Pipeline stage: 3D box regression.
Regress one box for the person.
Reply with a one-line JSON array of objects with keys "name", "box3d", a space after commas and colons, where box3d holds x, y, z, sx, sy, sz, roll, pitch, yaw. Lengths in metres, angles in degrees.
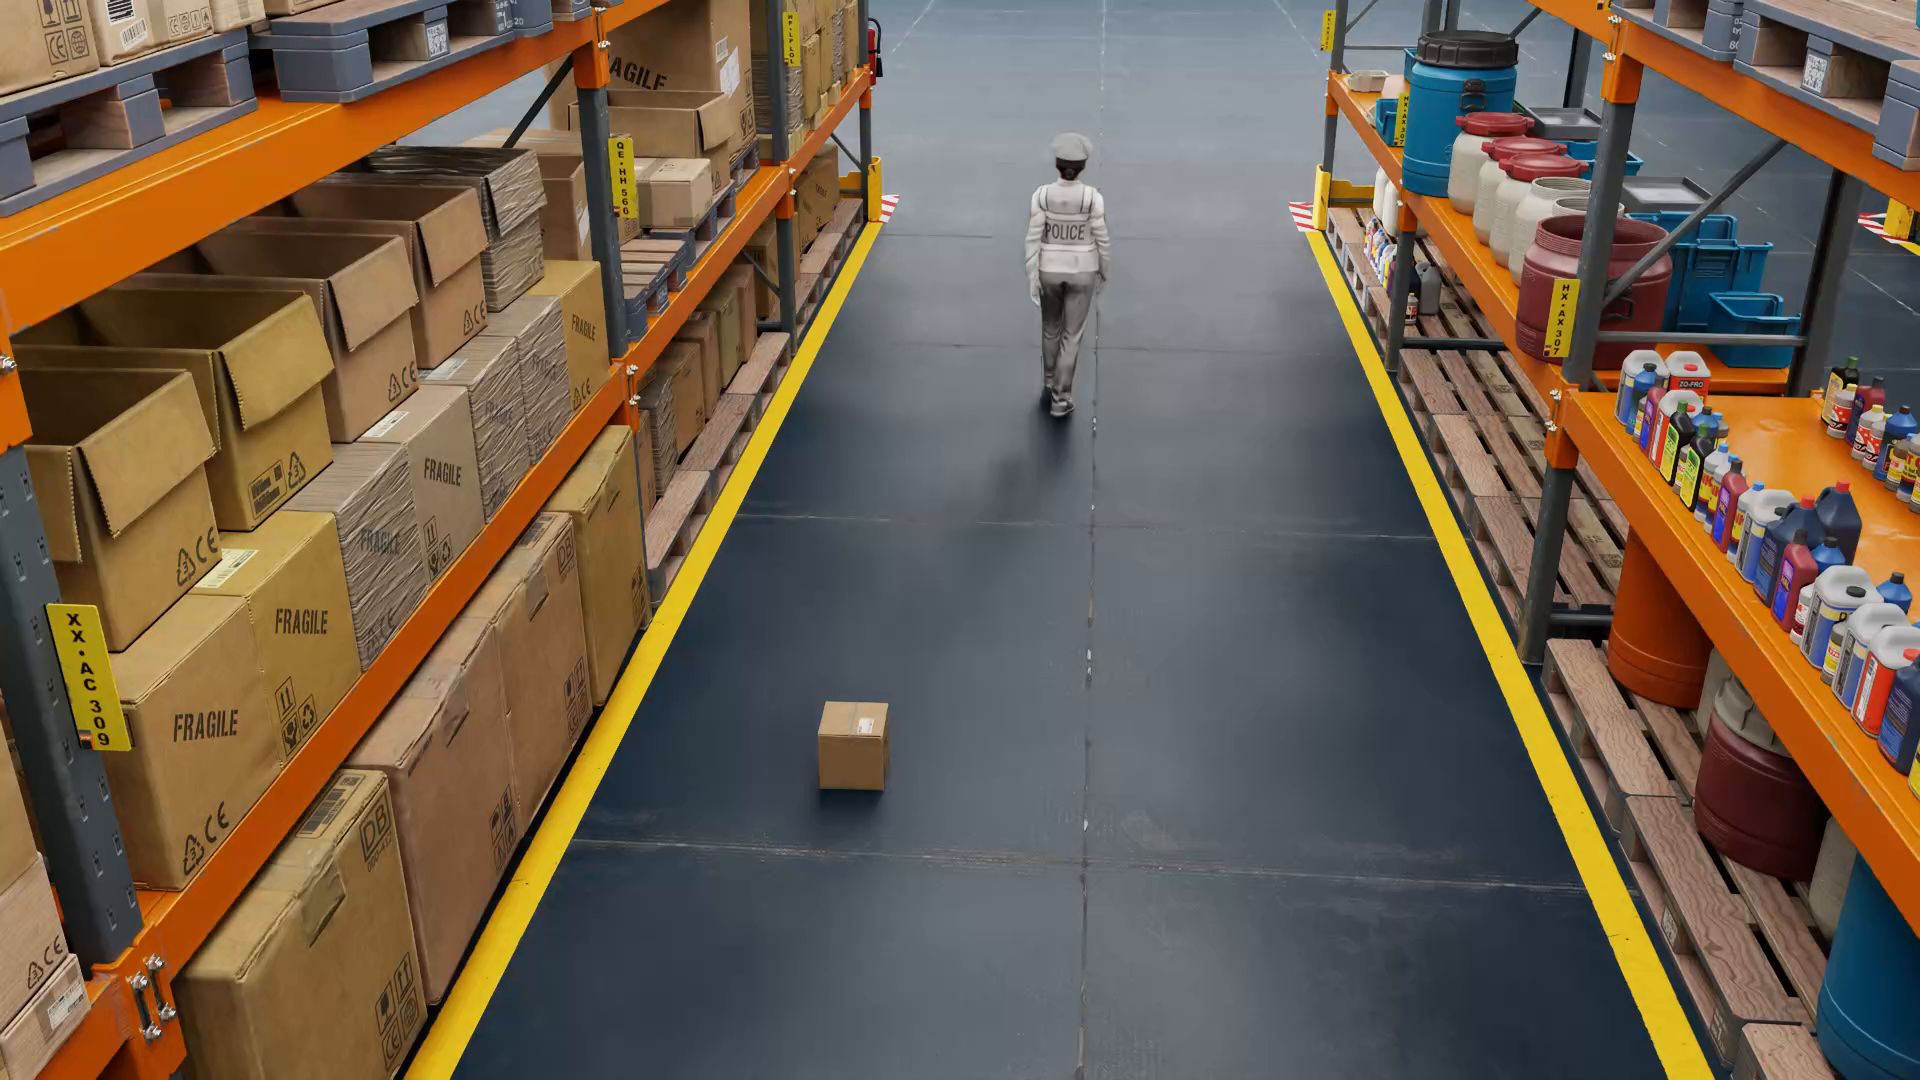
[{"name": "person", "box3d": [0.665, -1.592, 10.074, 0.484, 1.743, 0.690, 7, 26, 16]}]
